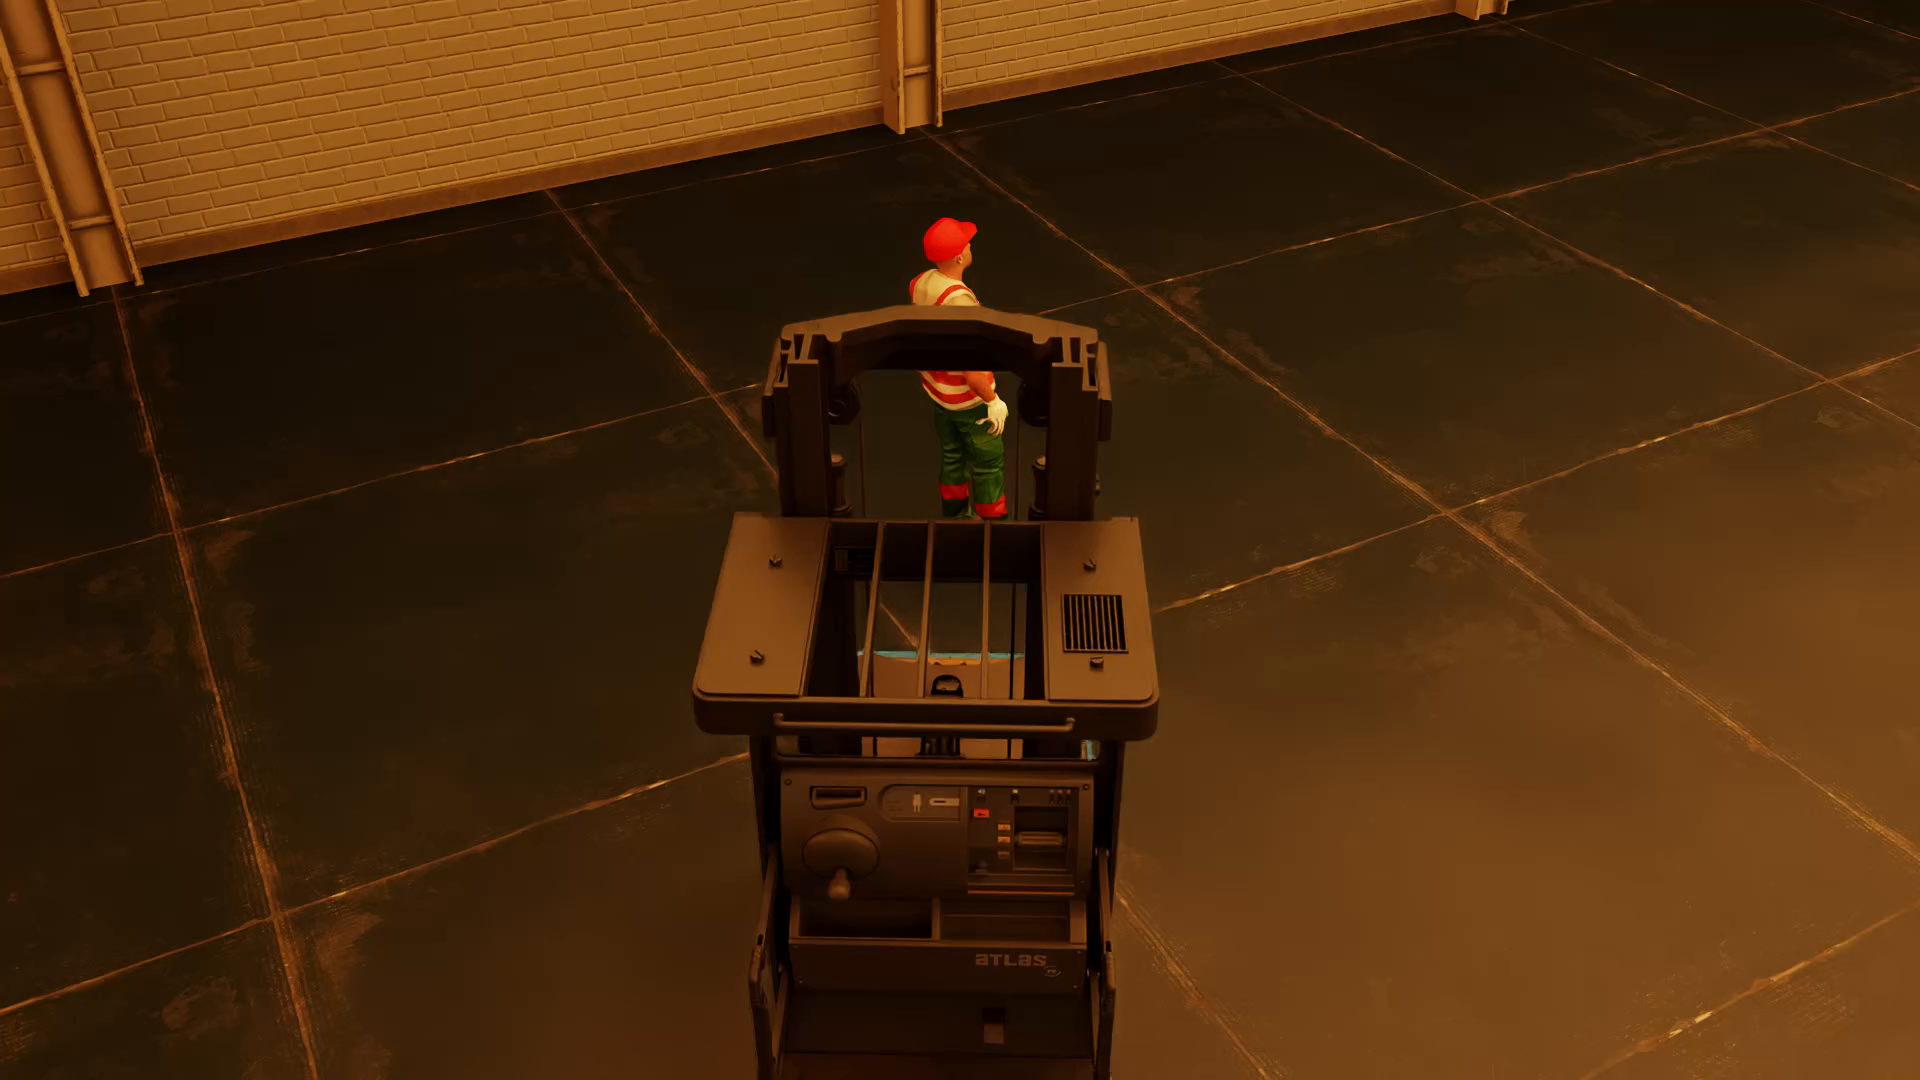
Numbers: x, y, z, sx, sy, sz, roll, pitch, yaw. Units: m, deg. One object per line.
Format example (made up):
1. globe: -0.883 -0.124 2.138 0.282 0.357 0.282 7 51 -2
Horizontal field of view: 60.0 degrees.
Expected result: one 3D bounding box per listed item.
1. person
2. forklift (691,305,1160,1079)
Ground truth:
1. person: 0.077 -0.753 8.164 0.562 1.790 0.637 -17 39 -23
2. forklift: -0.072 0.946 4.785 1.130 2.935 3.031 1 35 1
